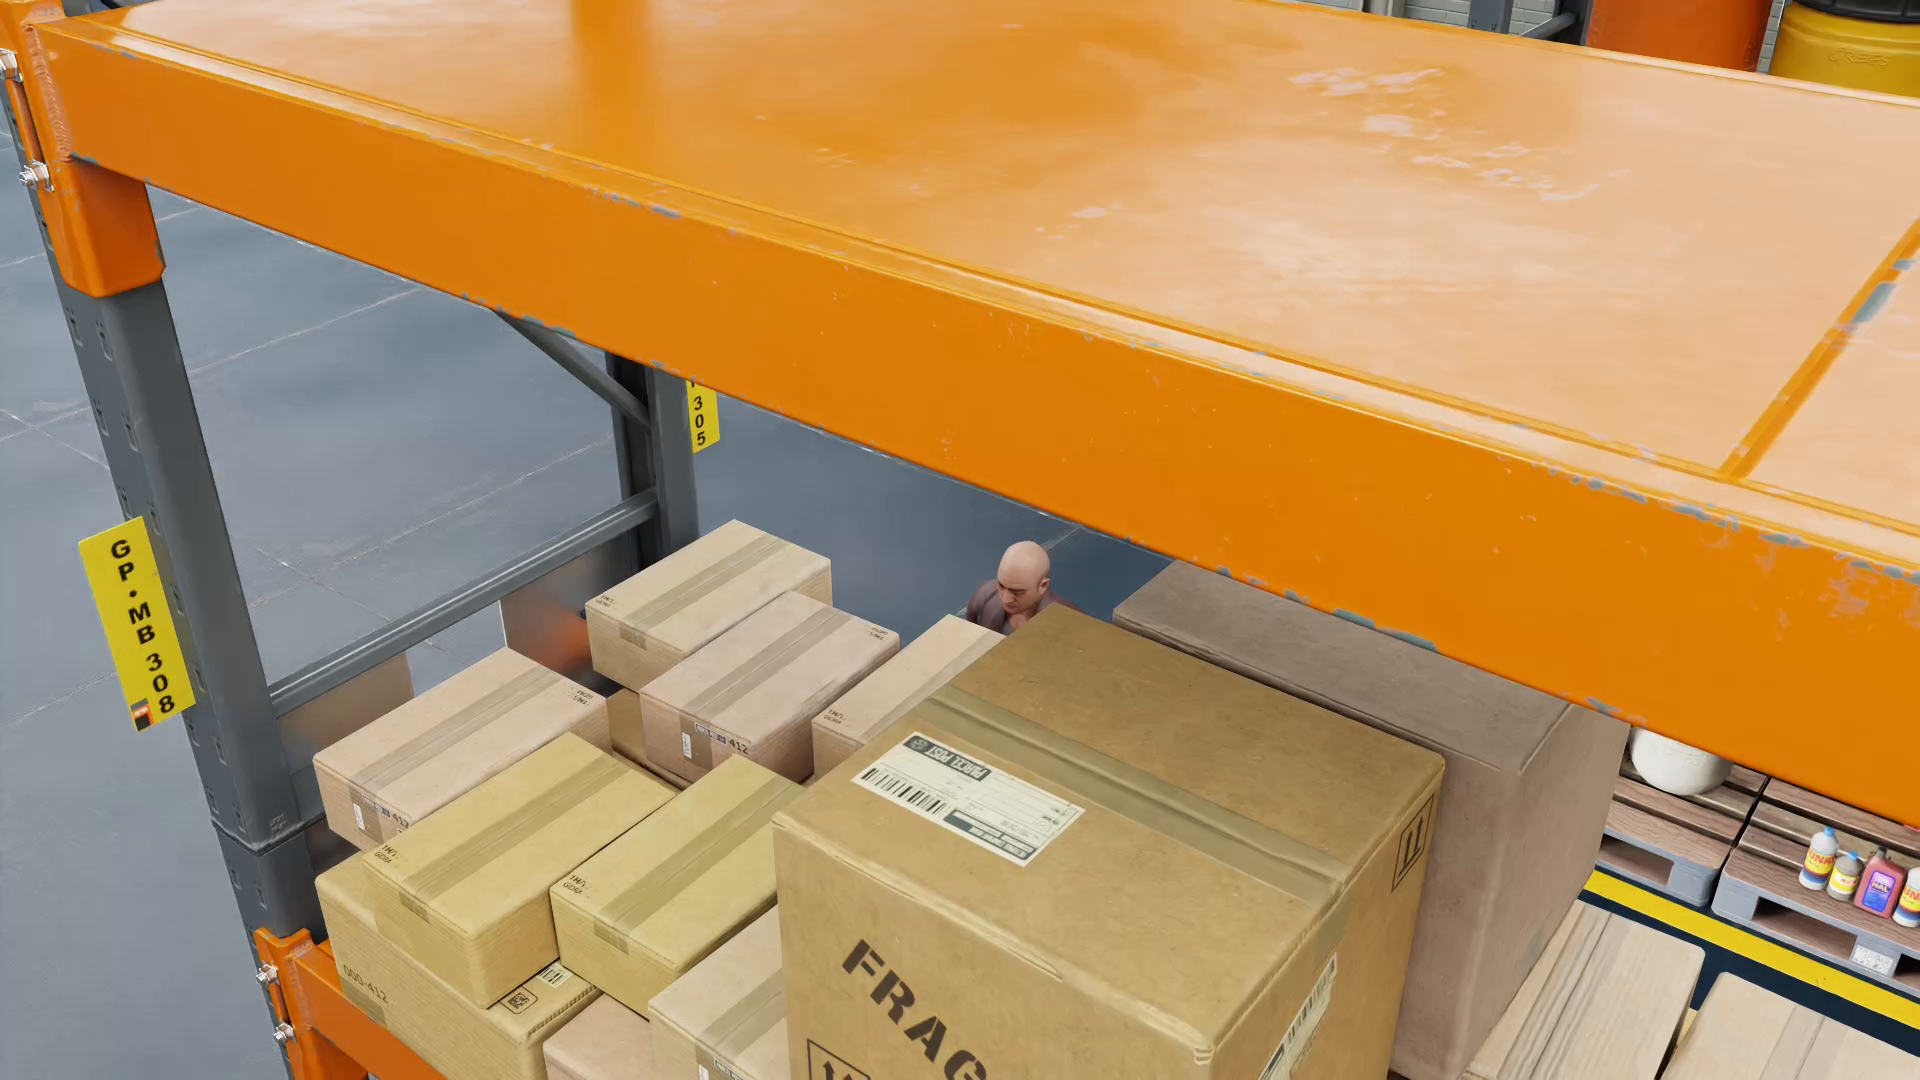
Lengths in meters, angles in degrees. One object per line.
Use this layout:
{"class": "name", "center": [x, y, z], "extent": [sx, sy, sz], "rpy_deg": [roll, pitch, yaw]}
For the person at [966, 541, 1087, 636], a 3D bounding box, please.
{"class": "person", "center": [0.243, 0.754, 6.366], "extent": [0.647, 1.774, 0.419], "rpy_deg": [21, 36, 31]}
